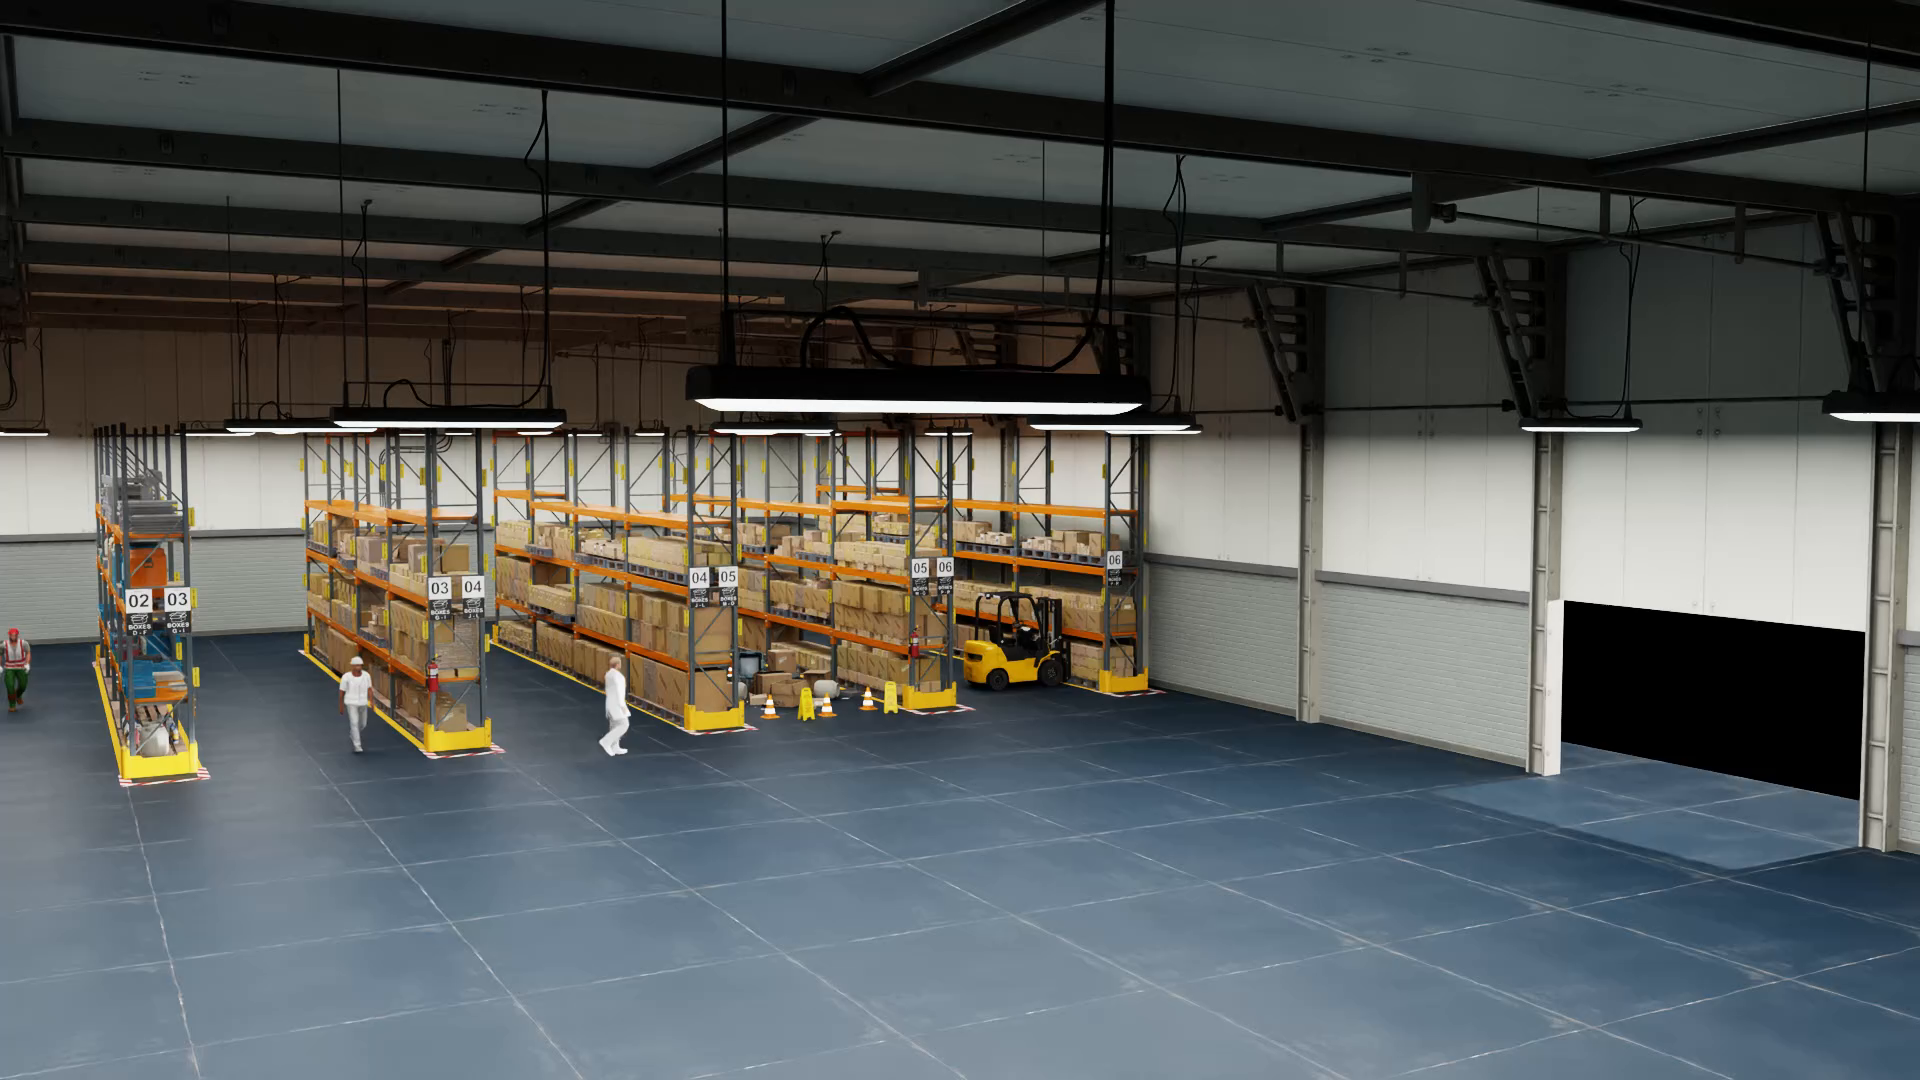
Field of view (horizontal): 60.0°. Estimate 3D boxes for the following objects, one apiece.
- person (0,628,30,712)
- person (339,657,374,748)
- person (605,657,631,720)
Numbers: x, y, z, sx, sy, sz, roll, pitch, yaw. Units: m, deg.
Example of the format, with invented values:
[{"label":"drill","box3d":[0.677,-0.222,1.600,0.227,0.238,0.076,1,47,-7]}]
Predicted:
[{"label":"person","box3d":[-20.025,2.719,35.167,0.595,1.764,0.701,-2,4,-34]},{"label":"person","box3d":[-11.198,2.974,30.757,0.589,1.649,0.859,-3,5,-45]},{"label":"person","box3d":[-6.185,2.676,30.015,0.404,1.142,0.607,-2,4,-27]}]
